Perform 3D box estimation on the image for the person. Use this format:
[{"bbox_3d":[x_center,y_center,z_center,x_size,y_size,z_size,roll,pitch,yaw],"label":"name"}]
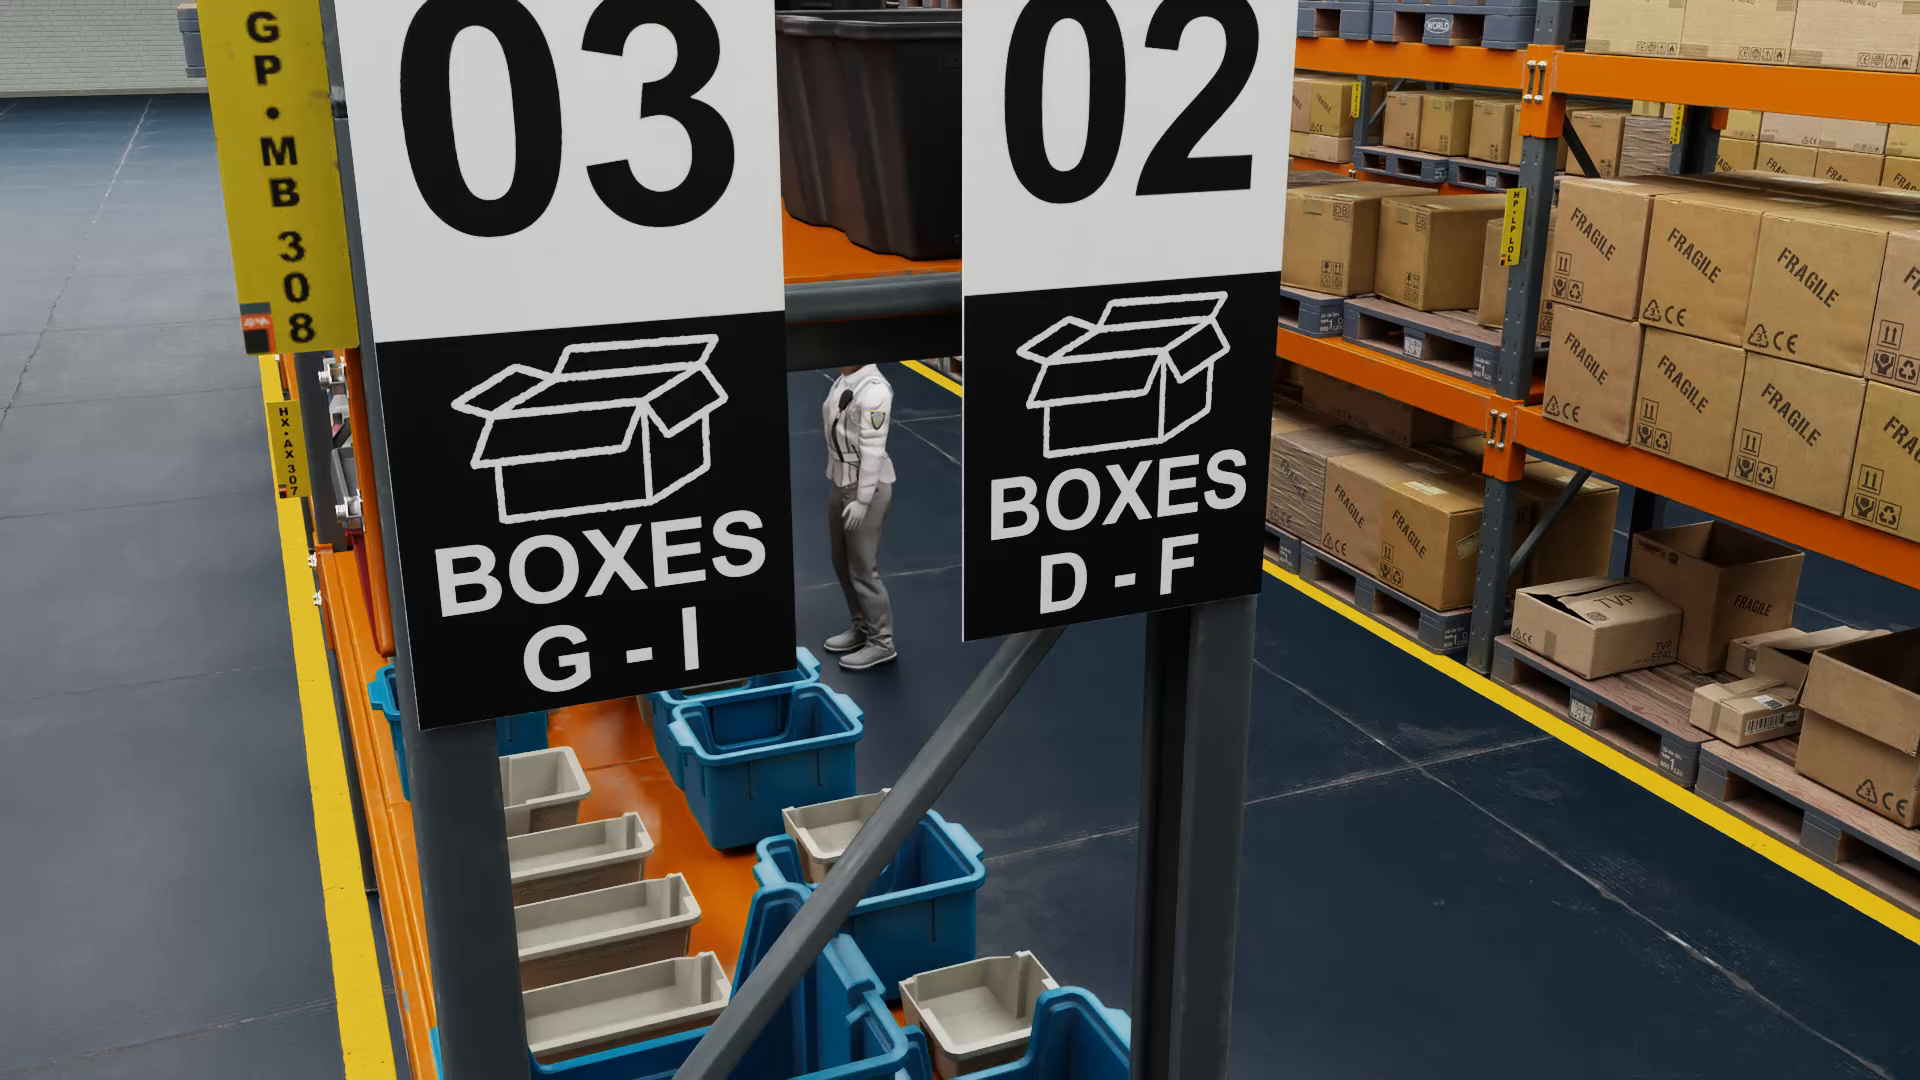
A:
[{"bbox_3d":[-0.468,-0.217,7.724,0.327,1.652,0.475,-8,20,-21],"label":"person"}]
